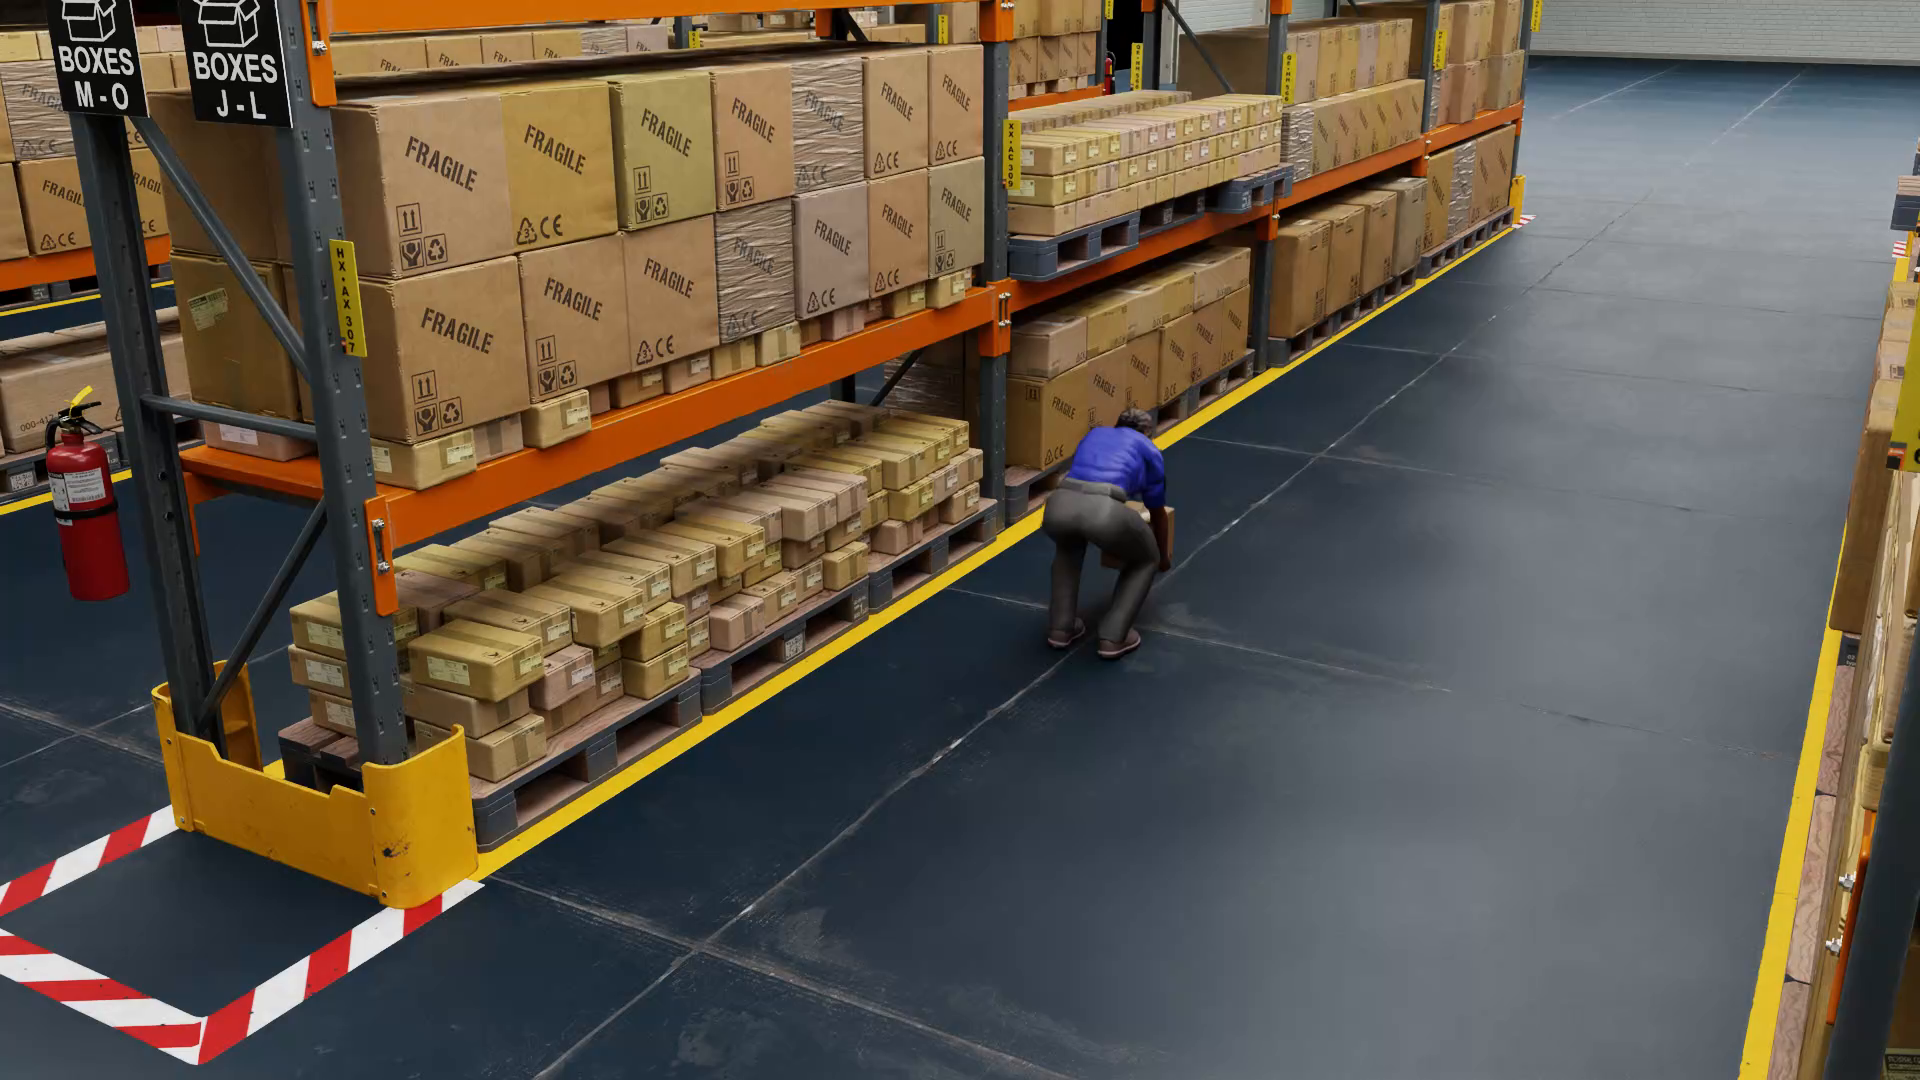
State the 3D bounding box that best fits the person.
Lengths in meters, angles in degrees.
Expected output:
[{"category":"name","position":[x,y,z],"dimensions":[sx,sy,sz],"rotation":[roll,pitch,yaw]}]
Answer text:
[{"category":"person","position":[0.647,-0.038,7.241],"dimensions":[0.470,0.956,0.860],"rotation":[9,22,24]}]
